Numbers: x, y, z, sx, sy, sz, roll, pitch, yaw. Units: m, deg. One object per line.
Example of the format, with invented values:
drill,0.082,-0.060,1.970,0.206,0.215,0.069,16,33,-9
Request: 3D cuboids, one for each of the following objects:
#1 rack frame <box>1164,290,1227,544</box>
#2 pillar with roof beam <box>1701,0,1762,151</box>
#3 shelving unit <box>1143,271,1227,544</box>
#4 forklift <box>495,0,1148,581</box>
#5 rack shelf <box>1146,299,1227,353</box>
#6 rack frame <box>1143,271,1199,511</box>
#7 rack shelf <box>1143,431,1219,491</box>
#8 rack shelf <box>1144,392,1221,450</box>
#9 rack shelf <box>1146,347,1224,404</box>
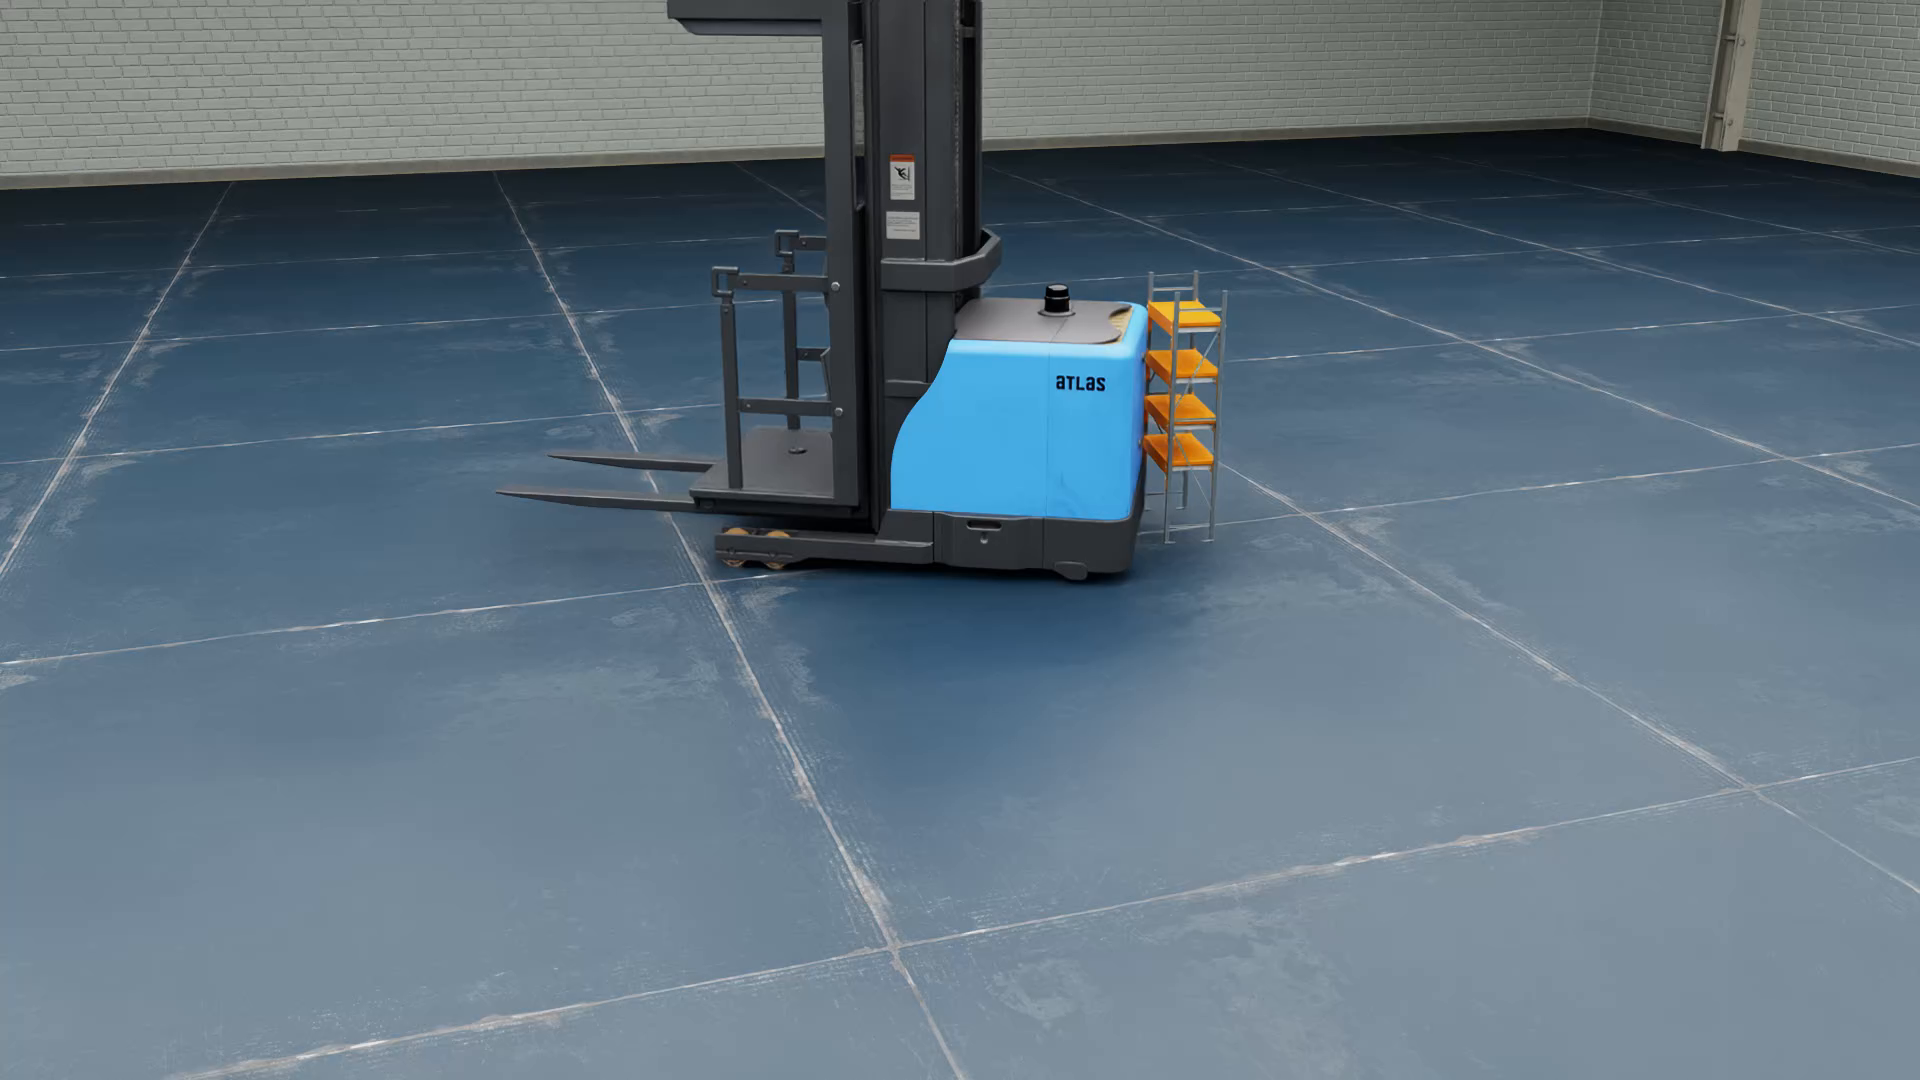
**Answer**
rack frame,1.085,-0.553,7.682,0.240,1.200,0.015,-3,20,-7
pillar with roof beam,6.372,-9.157,20.099,9.100,9.000,0.400,-6,21,-17
shelving unit,1.053,-0.635,7.910,0.258,1.200,0.503,-3,20,-7
forklift,-0.664,-1.423,7.543,3.031,2.935,1.130,3,20,9
rack shelf,1.053,-1.005,7.777,0.258,0.148,0.480,-3,20,-7
rack frame,1.020,-0.717,8.138,0.240,1.200,0.015,-3,20,-7
rack shelf,1.053,-0.385,8.000,0.258,0.148,0.480,-3,20,-7
rack shelf,1.053,-0.572,7.933,0.258,0.148,0.480,-3,20,-7
rack shelf,1.053,-0.782,7.857,0.258,0.148,0.480,-3,20,-7
